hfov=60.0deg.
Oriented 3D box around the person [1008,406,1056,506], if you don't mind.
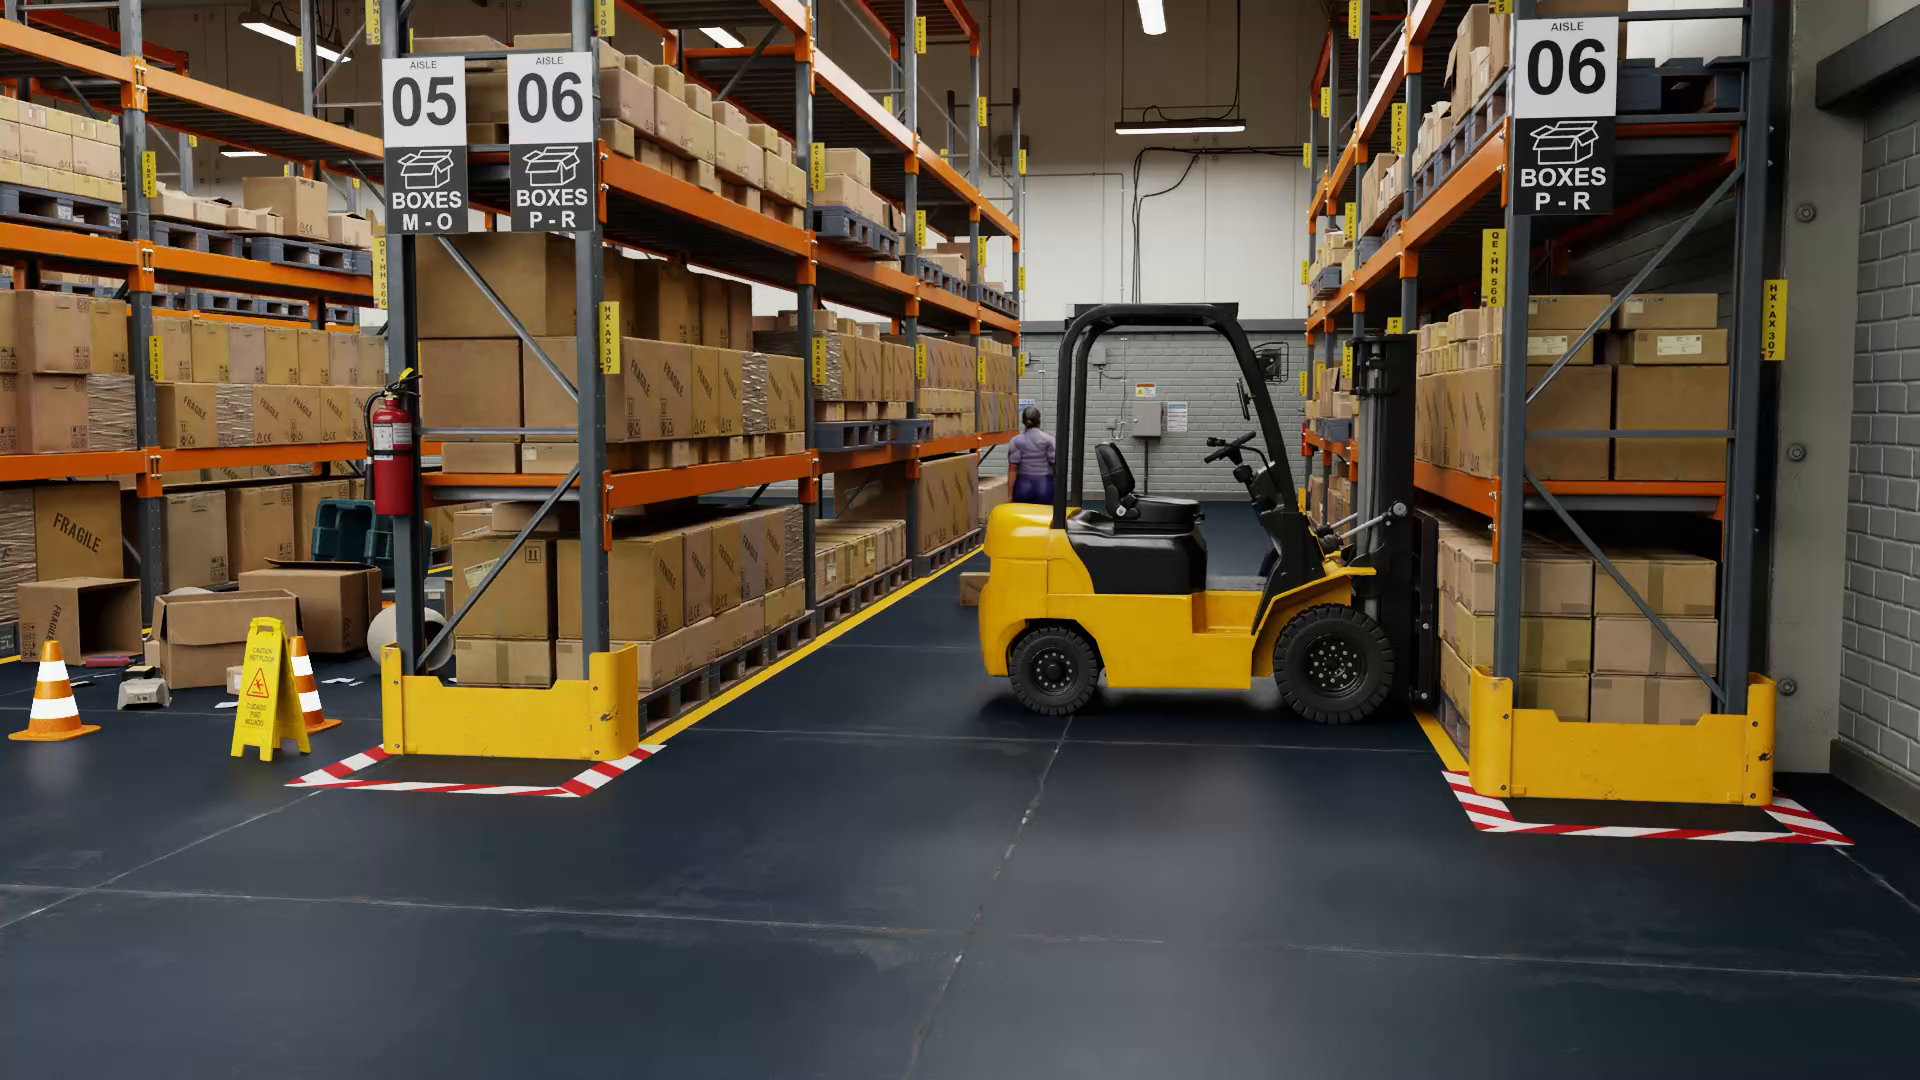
[{"bbox_3d":[0.687,-0.425,15.237,0.488,1.605,0.857,1,5,11],"label":"person"}]
